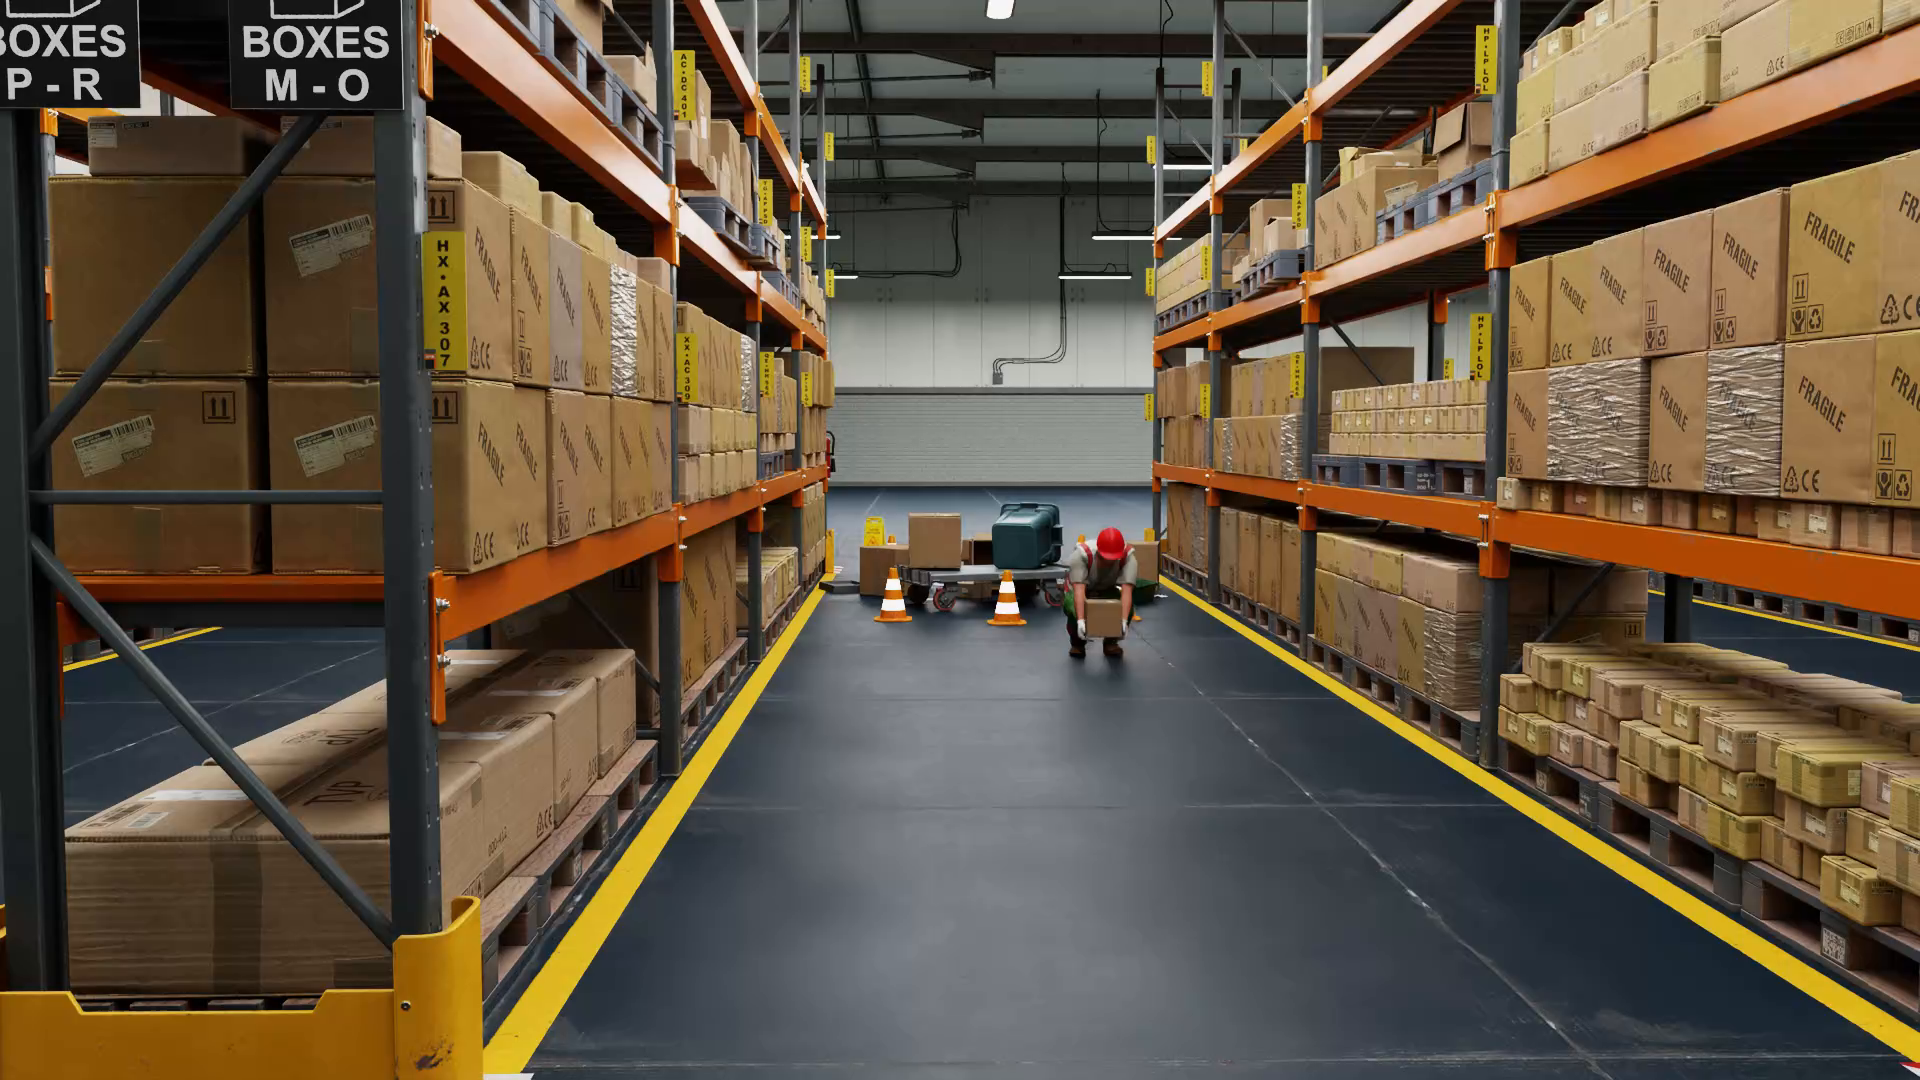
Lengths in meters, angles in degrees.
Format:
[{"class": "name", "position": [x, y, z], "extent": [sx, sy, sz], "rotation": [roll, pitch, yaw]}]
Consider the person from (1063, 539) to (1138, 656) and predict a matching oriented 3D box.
[{"class": "person", "position": [1.038, 0.429, 12.354], "extent": [0.543, 0.894, 0.903], "rotation": [0, 4, -3]}]
